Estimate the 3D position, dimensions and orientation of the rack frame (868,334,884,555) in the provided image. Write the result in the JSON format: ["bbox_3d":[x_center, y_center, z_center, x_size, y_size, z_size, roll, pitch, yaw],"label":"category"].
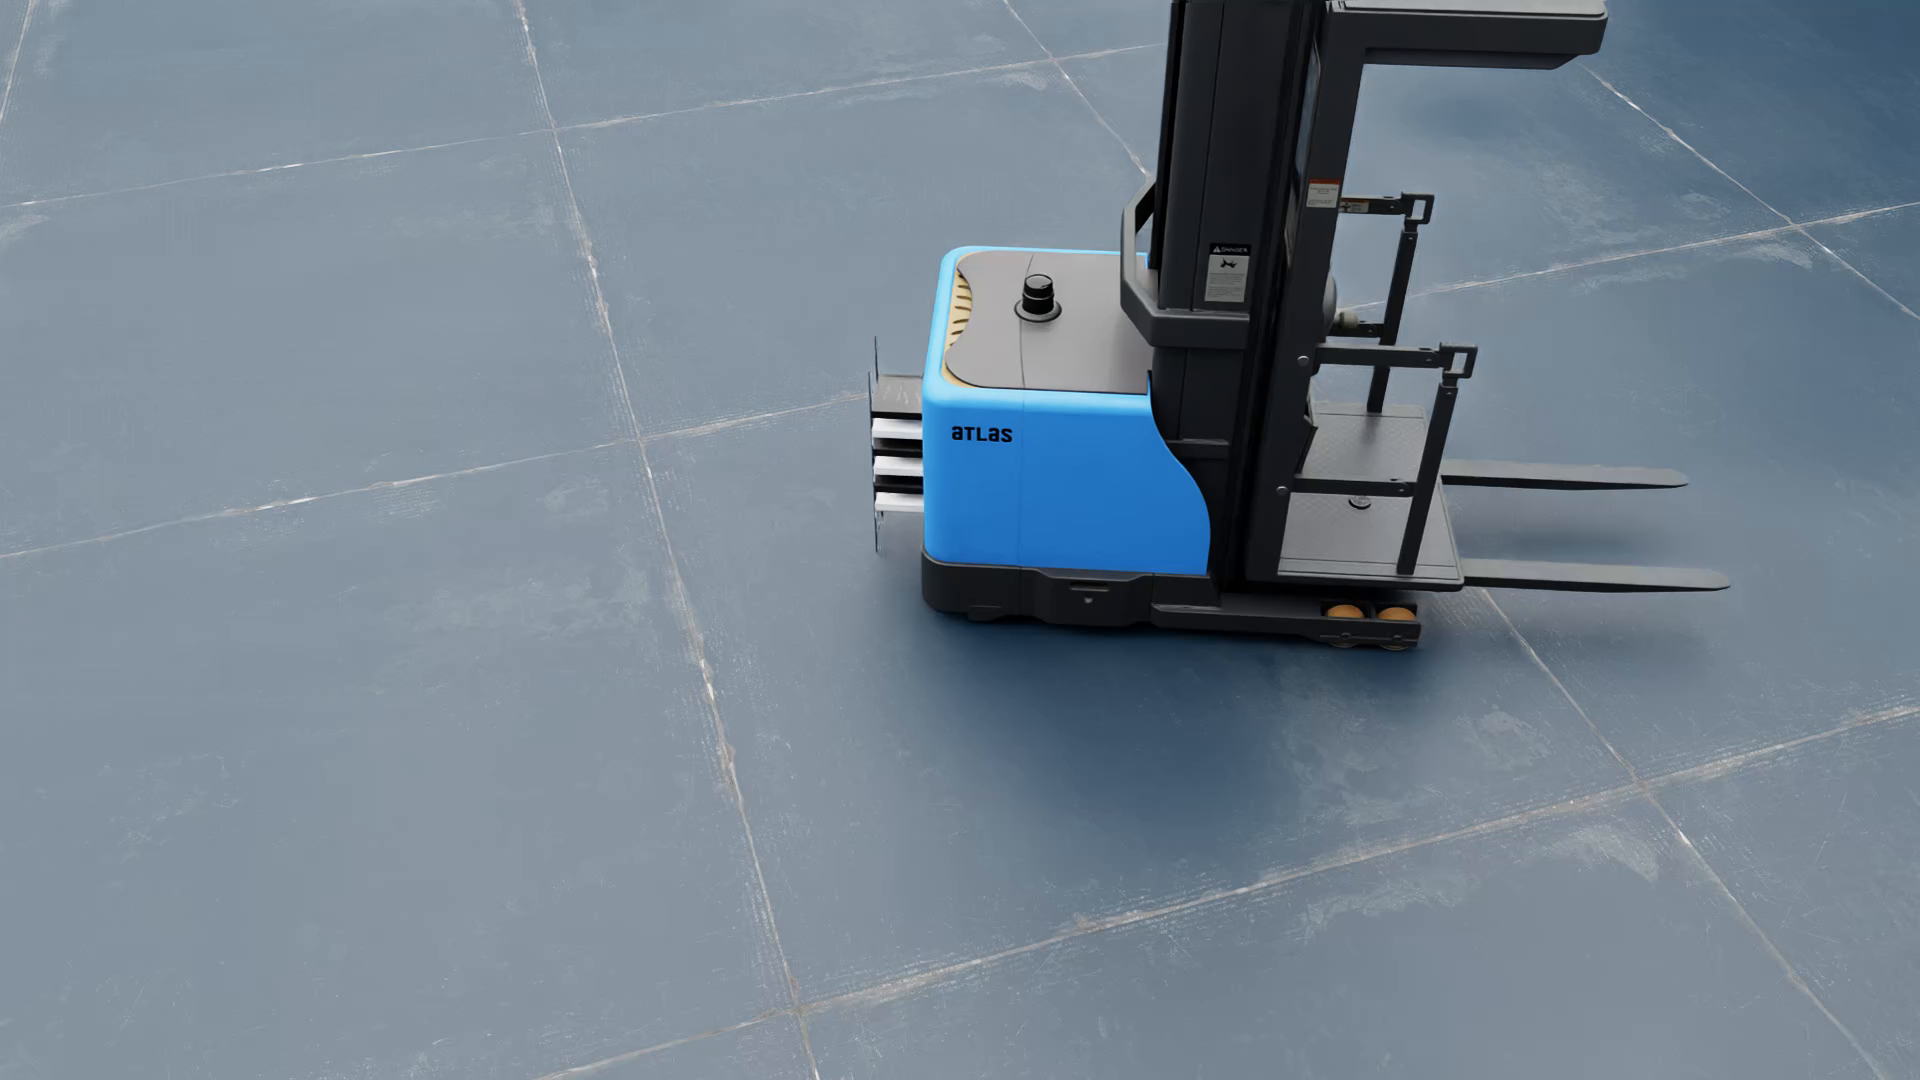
[{"bbox_3d":[-0.327,-0.358,6.475,0.006,0.900,0.240,3,41,3],"label":"rack frame"}]

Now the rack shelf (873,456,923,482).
[{"bbox_3d":[-0.225,-0.328,6.492,0.200,0.077,0.258,3,41,3],"label":"rack shelf"}]

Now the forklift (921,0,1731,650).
[{"bbox_3d":[1.395,-1.053,5.728,3.031,2.935,1.130,3,41,3],"label":"forklift"}]

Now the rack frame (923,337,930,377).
[{"bbox_3d":[-0.124,-0.348,6.464,0.006,0.900,0.240,3,41,3],"label":"rack frame"}]

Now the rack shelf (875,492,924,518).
[{"bbox_3d":[-0.225,-0.192,6.610,0.200,0.077,0.258,3,41,3],"label":"rack shelf"}]

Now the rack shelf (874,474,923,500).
[{"bbox_3d":[-0.225,-0.260,6.551,0.200,0.077,0.258,3,41,3],"label":"rack shelf"}]

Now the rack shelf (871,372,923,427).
[{"bbox_3d":[-0.225,-0.531,6.314,0.200,0.077,0.258,3,41,3],"label":"rack shelf"}]

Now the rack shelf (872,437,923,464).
[{"bbox_3d":[-0.225,-0.395,6.433,0.200,0.077,0.258,3,41,3],"label":"rack shelf"}]

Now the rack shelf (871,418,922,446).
[{"bbox_3d":[-0.225,-0.463,6.373,0.200,0.077,0.258,3,41,3],"label":"rack shelf"}]

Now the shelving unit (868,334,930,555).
[{"bbox_3d":[-0.225,-0.353,6.470,0.210,0.900,0.258,3,41,3],"label":"shelving unit"}]
